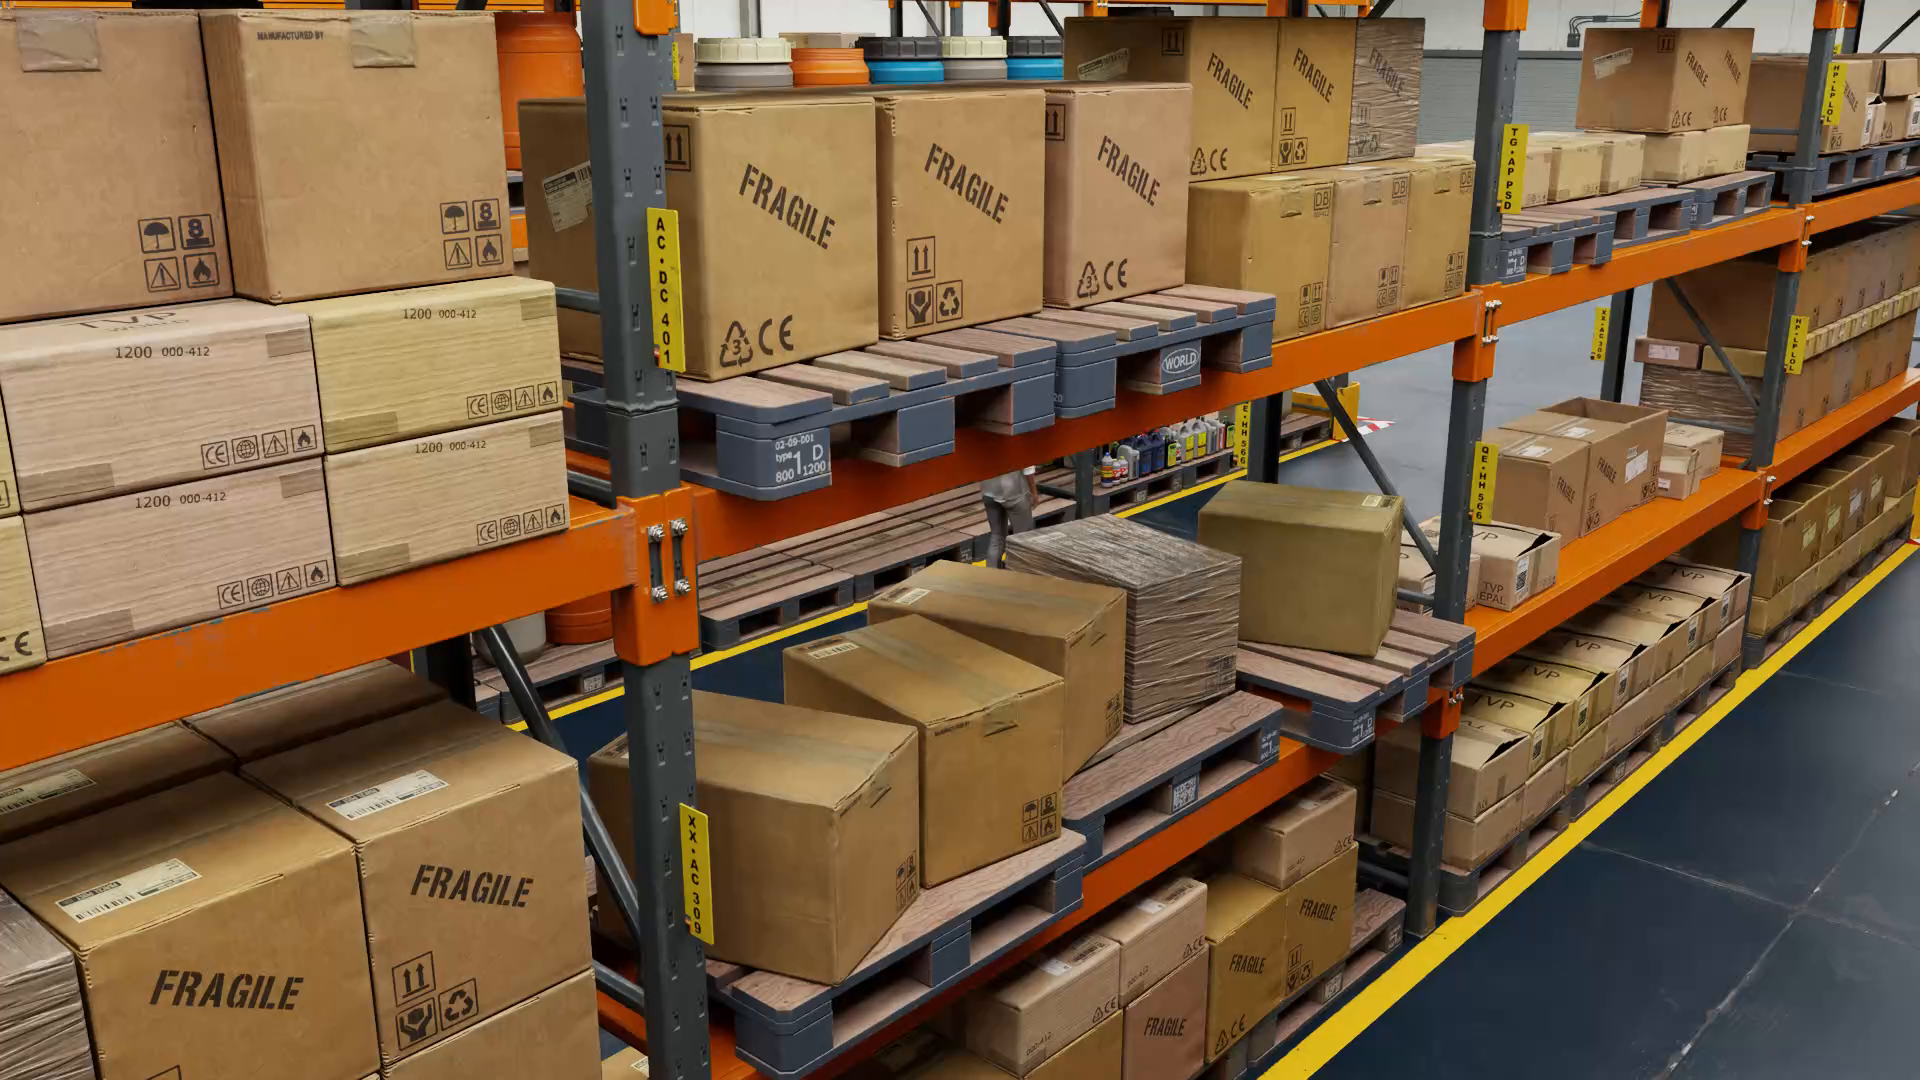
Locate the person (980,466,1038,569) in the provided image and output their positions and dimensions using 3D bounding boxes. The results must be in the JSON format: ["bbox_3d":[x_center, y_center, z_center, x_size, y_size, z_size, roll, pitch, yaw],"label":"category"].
[{"bbox_3d":[0.320,-0.320,11.101,0.467,1.590,0.347,14,22,37],"label":"person"}]
